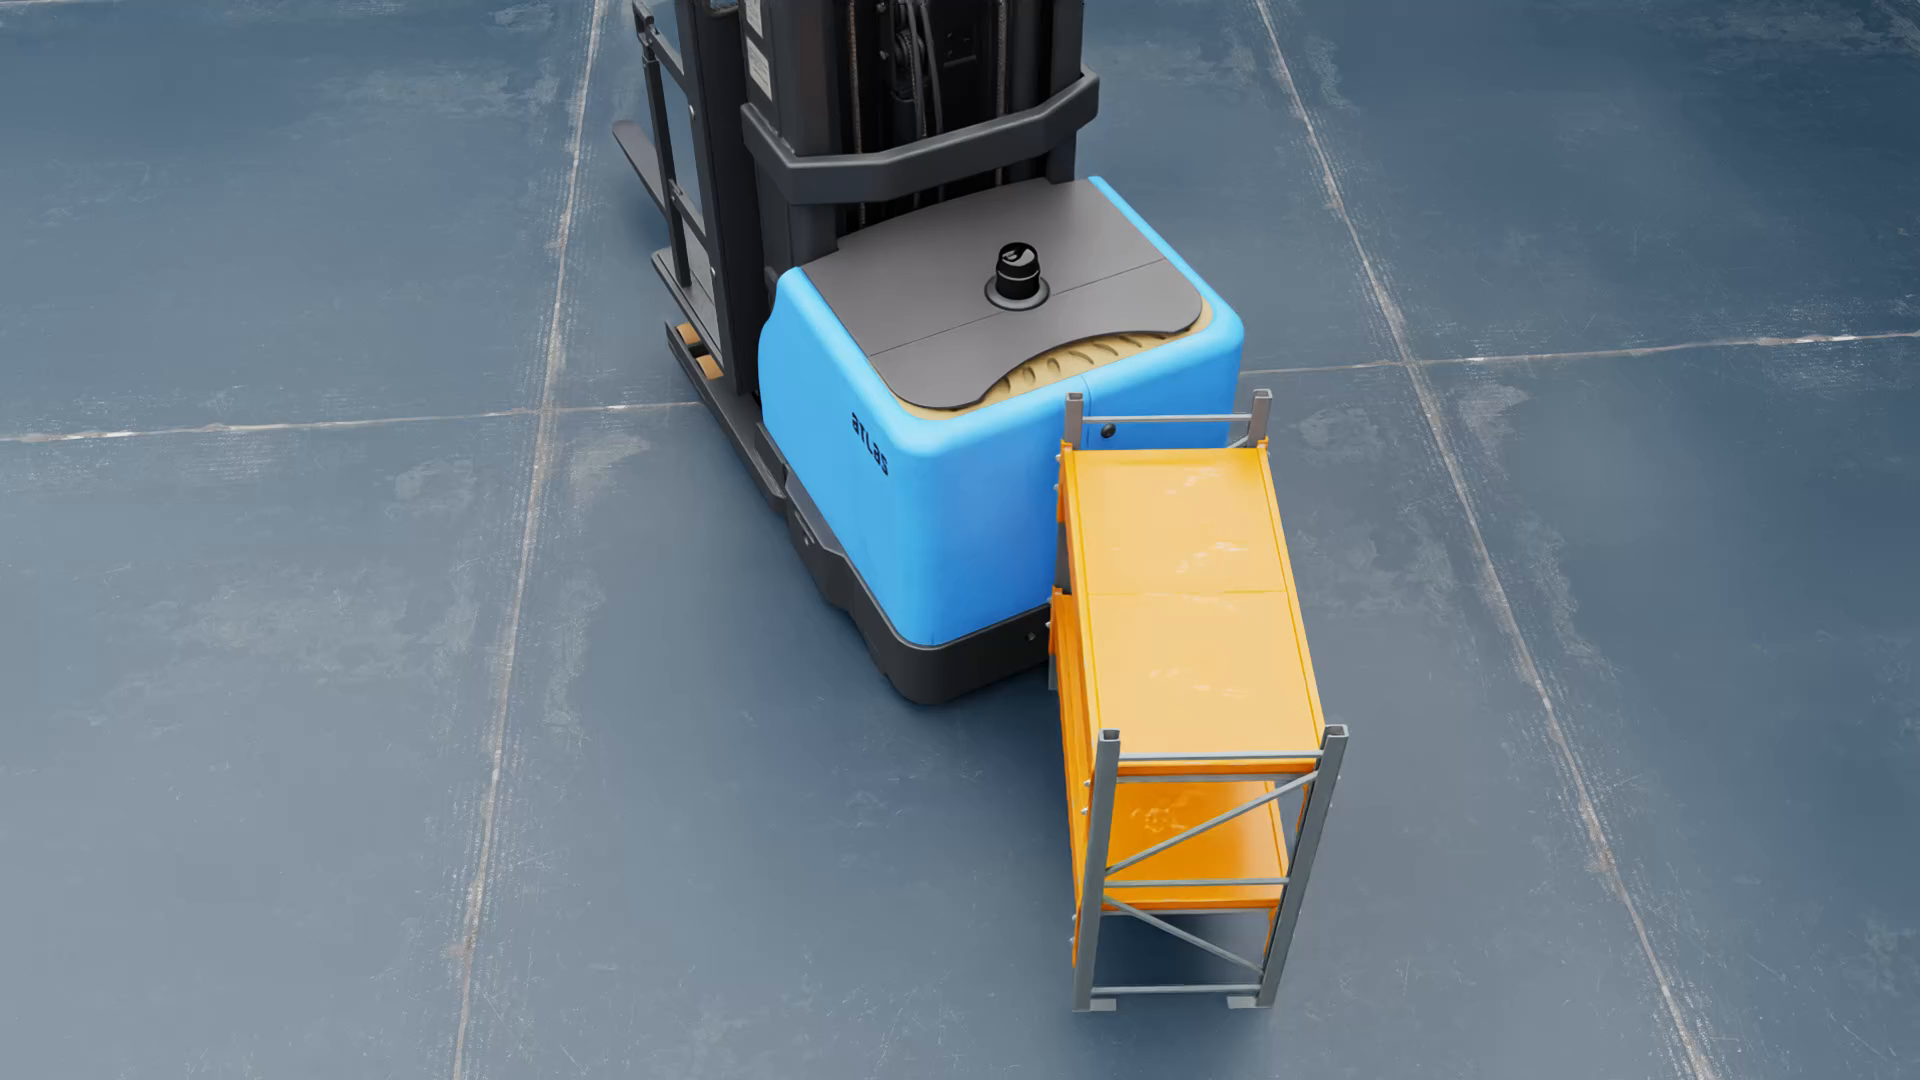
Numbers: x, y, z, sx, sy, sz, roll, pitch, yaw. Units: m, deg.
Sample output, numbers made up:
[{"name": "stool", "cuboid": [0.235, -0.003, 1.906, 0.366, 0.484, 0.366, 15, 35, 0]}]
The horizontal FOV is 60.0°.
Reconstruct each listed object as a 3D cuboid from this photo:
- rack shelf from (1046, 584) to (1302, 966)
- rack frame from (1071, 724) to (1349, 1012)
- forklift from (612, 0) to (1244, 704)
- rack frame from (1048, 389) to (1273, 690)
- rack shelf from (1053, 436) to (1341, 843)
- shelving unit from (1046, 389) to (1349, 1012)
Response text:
[{"name": "rack shelf", "cuboid": [0.518, 0.572, 4.270, 0.538, 0.278, 1.000, -1, 47, -1]}, {"name": "rack frame", "cuboid": [0.529, 0.773, 3.743, 0.500, 1.125, 0.032, -1, 47, -1]}, {"name": "forklift", "cuboid": [-0.363, -1.618, 4.764, 1.130, 2.935, 3.031, -21, 50, -18]}, {"name": "rack frame", "cuboid": [0.507, 0.035, 4.442, 0.500, 1.125, 0.032, -1, 47, -1]}, {"name": "rack shelf", "cuboid": [0.518, 0.203, 3.880, 0.538, 0.278, 1.000, -1, 47, -1]}, {"name": "shelving unit", "cuboid": [0.518, 0.404, 4.093, 0.538, 1.125, 1.048, -1, 47, -1]}]
